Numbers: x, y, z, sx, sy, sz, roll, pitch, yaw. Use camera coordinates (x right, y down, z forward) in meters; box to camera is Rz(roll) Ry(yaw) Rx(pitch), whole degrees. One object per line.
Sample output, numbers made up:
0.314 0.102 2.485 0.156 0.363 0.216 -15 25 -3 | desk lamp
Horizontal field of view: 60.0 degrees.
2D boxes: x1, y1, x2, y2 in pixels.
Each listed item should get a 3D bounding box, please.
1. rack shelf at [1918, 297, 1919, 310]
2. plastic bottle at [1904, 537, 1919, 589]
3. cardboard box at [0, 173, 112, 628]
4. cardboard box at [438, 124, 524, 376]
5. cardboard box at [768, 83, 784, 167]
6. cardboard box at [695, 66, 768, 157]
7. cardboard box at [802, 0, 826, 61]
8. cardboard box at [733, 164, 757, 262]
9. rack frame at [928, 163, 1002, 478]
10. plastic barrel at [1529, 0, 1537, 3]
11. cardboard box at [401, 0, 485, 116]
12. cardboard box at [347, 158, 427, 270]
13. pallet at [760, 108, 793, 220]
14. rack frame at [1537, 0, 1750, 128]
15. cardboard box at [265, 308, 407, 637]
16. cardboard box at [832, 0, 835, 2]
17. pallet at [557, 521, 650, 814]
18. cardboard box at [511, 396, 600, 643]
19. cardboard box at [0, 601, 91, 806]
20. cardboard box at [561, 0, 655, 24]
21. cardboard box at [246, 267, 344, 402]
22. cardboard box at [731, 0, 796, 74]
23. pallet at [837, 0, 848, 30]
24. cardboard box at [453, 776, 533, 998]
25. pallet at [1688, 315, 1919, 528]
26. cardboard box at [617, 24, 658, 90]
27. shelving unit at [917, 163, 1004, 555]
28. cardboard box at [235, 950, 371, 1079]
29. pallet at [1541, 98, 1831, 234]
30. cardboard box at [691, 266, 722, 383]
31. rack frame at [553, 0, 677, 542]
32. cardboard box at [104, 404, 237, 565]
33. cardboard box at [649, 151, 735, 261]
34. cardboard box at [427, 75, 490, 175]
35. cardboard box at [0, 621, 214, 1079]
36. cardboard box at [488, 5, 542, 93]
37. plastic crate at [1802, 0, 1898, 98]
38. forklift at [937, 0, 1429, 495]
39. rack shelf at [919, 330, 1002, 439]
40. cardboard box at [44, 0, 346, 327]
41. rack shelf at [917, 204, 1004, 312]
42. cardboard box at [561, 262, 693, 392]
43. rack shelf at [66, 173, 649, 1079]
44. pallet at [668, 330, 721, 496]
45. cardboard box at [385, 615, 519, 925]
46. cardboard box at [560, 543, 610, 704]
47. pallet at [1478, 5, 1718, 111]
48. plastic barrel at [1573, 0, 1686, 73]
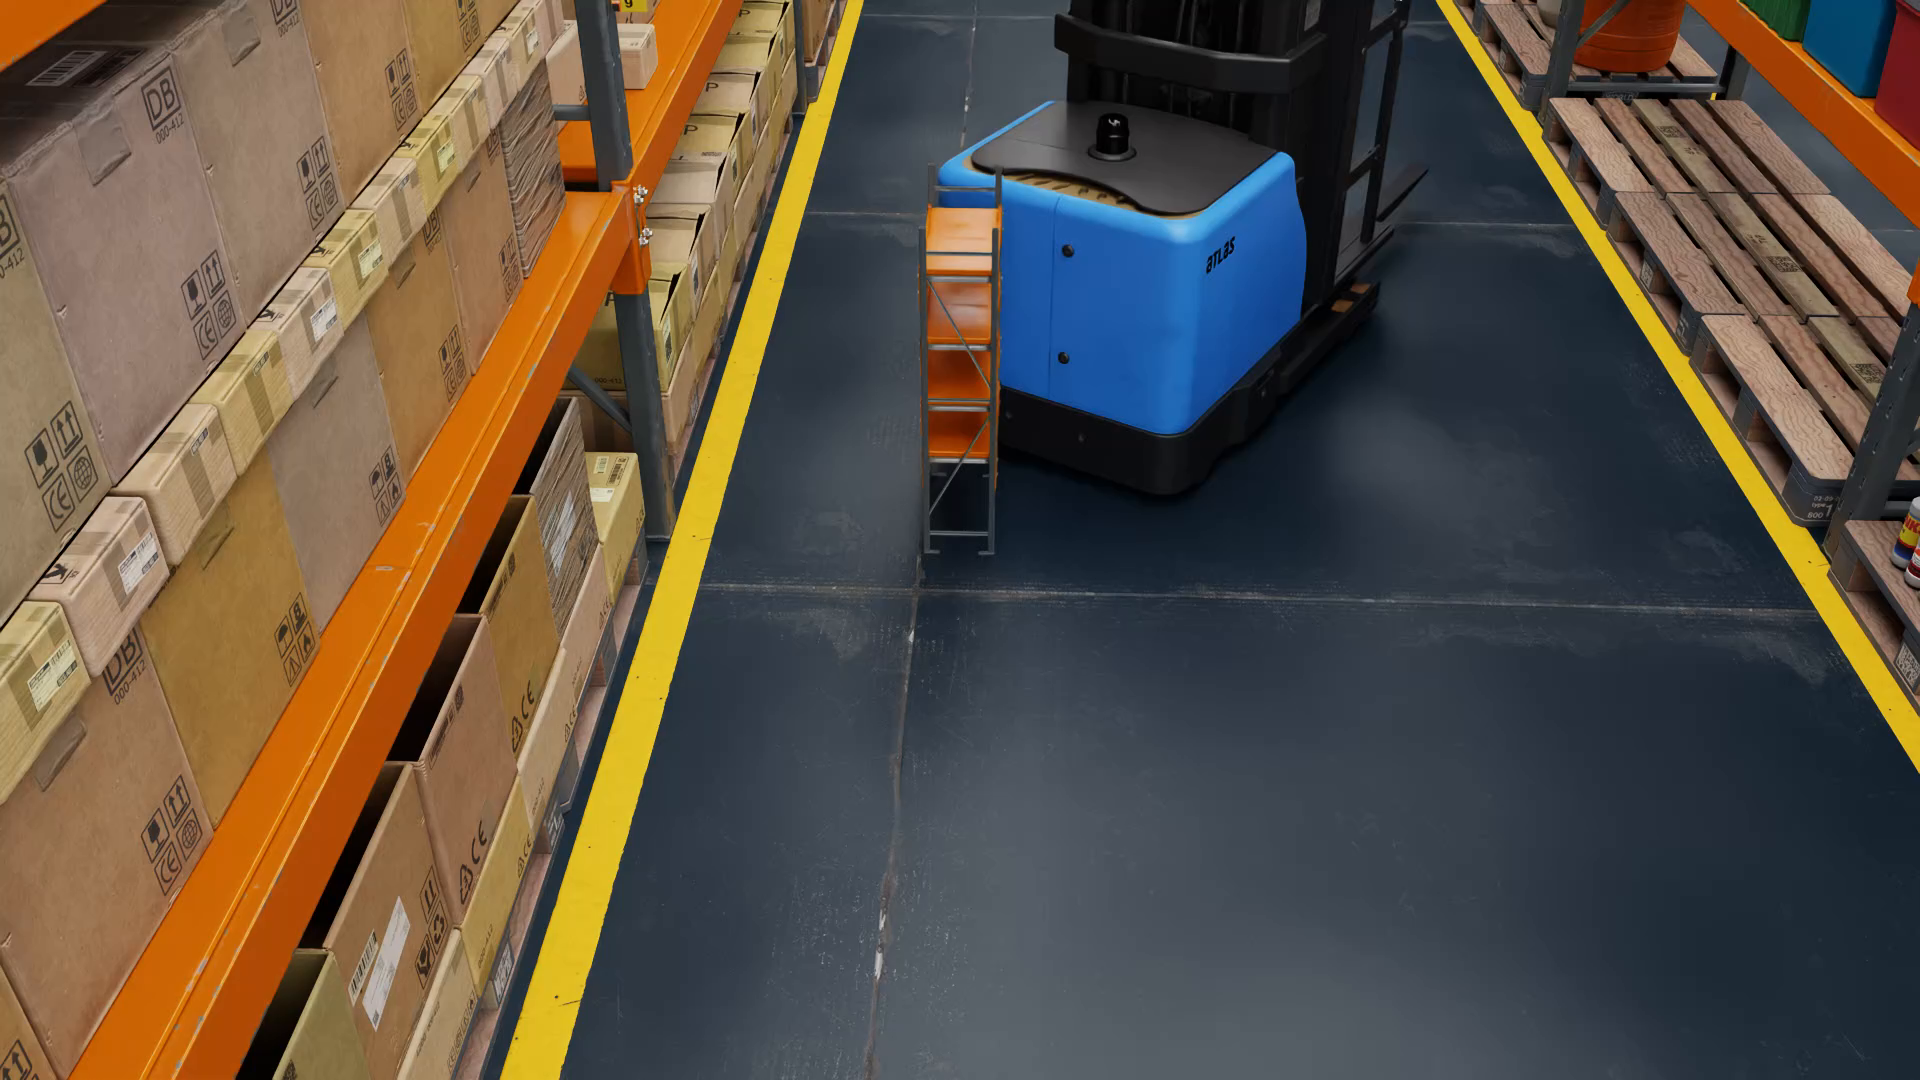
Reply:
3.371 0.291 3.352 1.077 0.370 4.000 1 35 2 | rack shelf
2.997 0.044 5.129 0.097 0.201 0.097 0 35 0 | plastic bottle
-1.609 -0.143 2.129 0.700 0.500 0.500 0 35 1 | cardboard box
-1.524 -0.751 4.123 0.700 0.500 0.500 1 35 1 | cardboard box
-1.132 -2.009 8.026 0.500 0.250 0.500 1 35 1 | cardboard box
-1.149 -1.948 7.451 0.500 0.311 0.500 1 35 2 | cardboard box
-1.033 -2.979 9.171 0.500 0.500 0.500 3 35 4 | cardboard box
-1.173 -1.425 7.195 0.500 0.250 0.500 2 35 3 | cardboard box
0.016 -0.726 5.740 0.240 1.200 0.015 1 35 2 | rack frame
3.660 -3.566 9.947 0.600 0.588 0.708 1 35 2 | plastic barrel
-1.528 -1.295 3.768 0.700 0.500 0.500 1 35 2 | cardboard box
-1.347 -0.684 3.464 0.380 0.149 0.250 2 35 3 | cardboard box
-1.409 -1.954 8.346 1.003 0.211 1.213 1 35 2 | pallet
3.612 -3.450 8.050 1.000 3.000 0.127 1 35 2 | rack frame
-1.567 -0.169 3.294 0.700 0.500 0.500 2 35 3 | cardboard box
-0.993 -3.568 10.009 0.500 0.500 0.500 1 35 1 | cardboard box
-1.572 0.328 5.099 1.003 0.211 1.213 1 35 2 | pallet
-1.330 -0.064 4.606 0.500 0.500 0.500 1 35 2 | cardboard box
-1.408 0.208 2.194 0.380 0.149 0.250 1 35 2 | cardboard box
-1.429 -2.053 5.975 0.500 0.500 0.500 4 35 5 | cardboard box
-1.365 -0.380 3.031 0.380 0.149 0.250 2 35 2 | cardboard box
-1.112 -2.536 8.289 0.500 0.311 0.500 2 35 3 | cardboard box
-1.218 -3.553 10.622 1.003 0.211 1.213 1 35 2 | pallet
-1.353 0.818 4.003 0.500 0.250 0.500 1 35 2 | cardboard box
3.444 -0.463 6.225 1.003 0.211 1.213 1 35 2 | pallet
-1.258 -1.670 5.736 0.380 0.149 0.250 1 35 2 | cardboard box
0.007 -0.586 5.540 0.258 1.200 0.503 1 35 2 | shelving unit
-1.396 1.086 2.970 0.500 0.500 0.500 1 35 2 | cardboard box
3.542 -1.865 8.220 1.003 0.211 1.213 1 35 2 | pallet
-1.212 -0.835 6.356 0.500 0.250 0.500 2 35 3 | cardboard box
-1.498 -1.268 4.946 1.000 3.000 0.127 1 35 2 | rack frame
-1.388 -0.090 2.619 0.380 0.149 0.250 0 35 0 | cardboard box
-1.187 -1.361 6.617 0.500 0.311 0.500 0 35 0 | cardboard box
-1.324 -0.970 3.871 0.380 0.149 0.250 1 35 2 | cardboard box
-1.611 0.419 2.458 0.700 0.500 0.500 2 35 3 | cardboard box
-1.307 -1.272 4.300 0.380 0.149 0.250 1 35 1 | cardboard box
3.185 -1.786 5.697 0.392 0.384 0.575 1 35 2 | plastic crate
1.125 -2.170 6.288 1.130 2.935 3.031 20 40 26 | forklift
0.007 -0.531 5.579 0.258 0.148 0.480 1 35 2 | rack shelf
-1.570 -0.720 2.951 0.700 0.500 0.500 1 35 2 | cardboard box
0.007 -0.907 5.314 0.258 0.148 0.480 1 35 2 | rack shelf
-1.232 -0.776 5.784 0.500 0.311 0.500 1 35 2 | cardboard box
-1.578 0.175 3.518 1.077 0.370 4.000 1 35 2 | rack shelf
-1.507 -0.552 6.352 1.003 0.211 1.213 1 35 2 | pallet
-1.352 0.511 3.788 0.500 0.500 0.500 1 35 2 | cardboard box
-1.328 0.243 4.821 0.500 0.250 0.500 1 35 2 | cardboard box
3.602 -2.763 9.498 1.003 0.211 1.213 1 35 2 | pallet
3.615 -3.015 8.954 0.600 0.830 0.708 1 35 2 | plastic barrel
